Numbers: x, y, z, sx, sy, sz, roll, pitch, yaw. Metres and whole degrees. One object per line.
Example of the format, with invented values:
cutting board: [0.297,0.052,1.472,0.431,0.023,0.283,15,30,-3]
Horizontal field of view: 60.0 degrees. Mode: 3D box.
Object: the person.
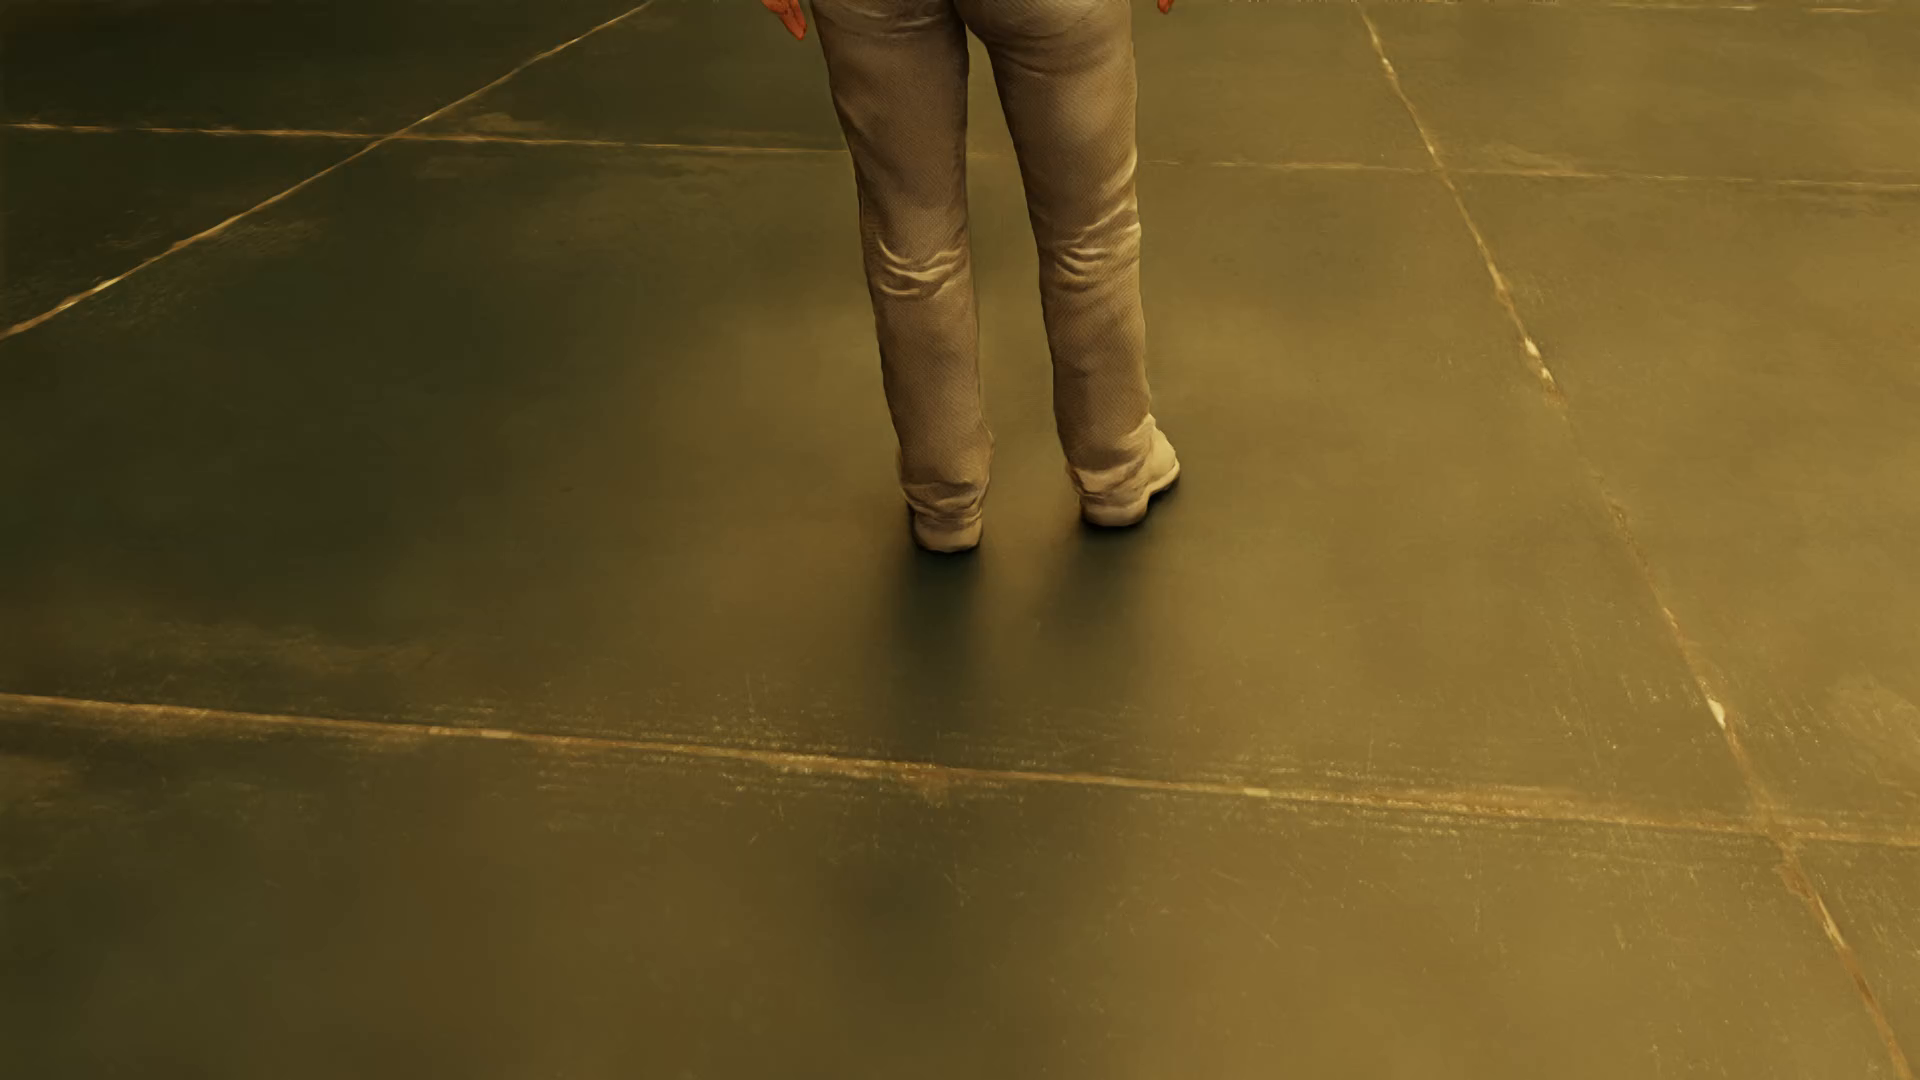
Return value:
person: [0.016,-0.828,2.155,0.632,1.773,0.567,3,27,7]
